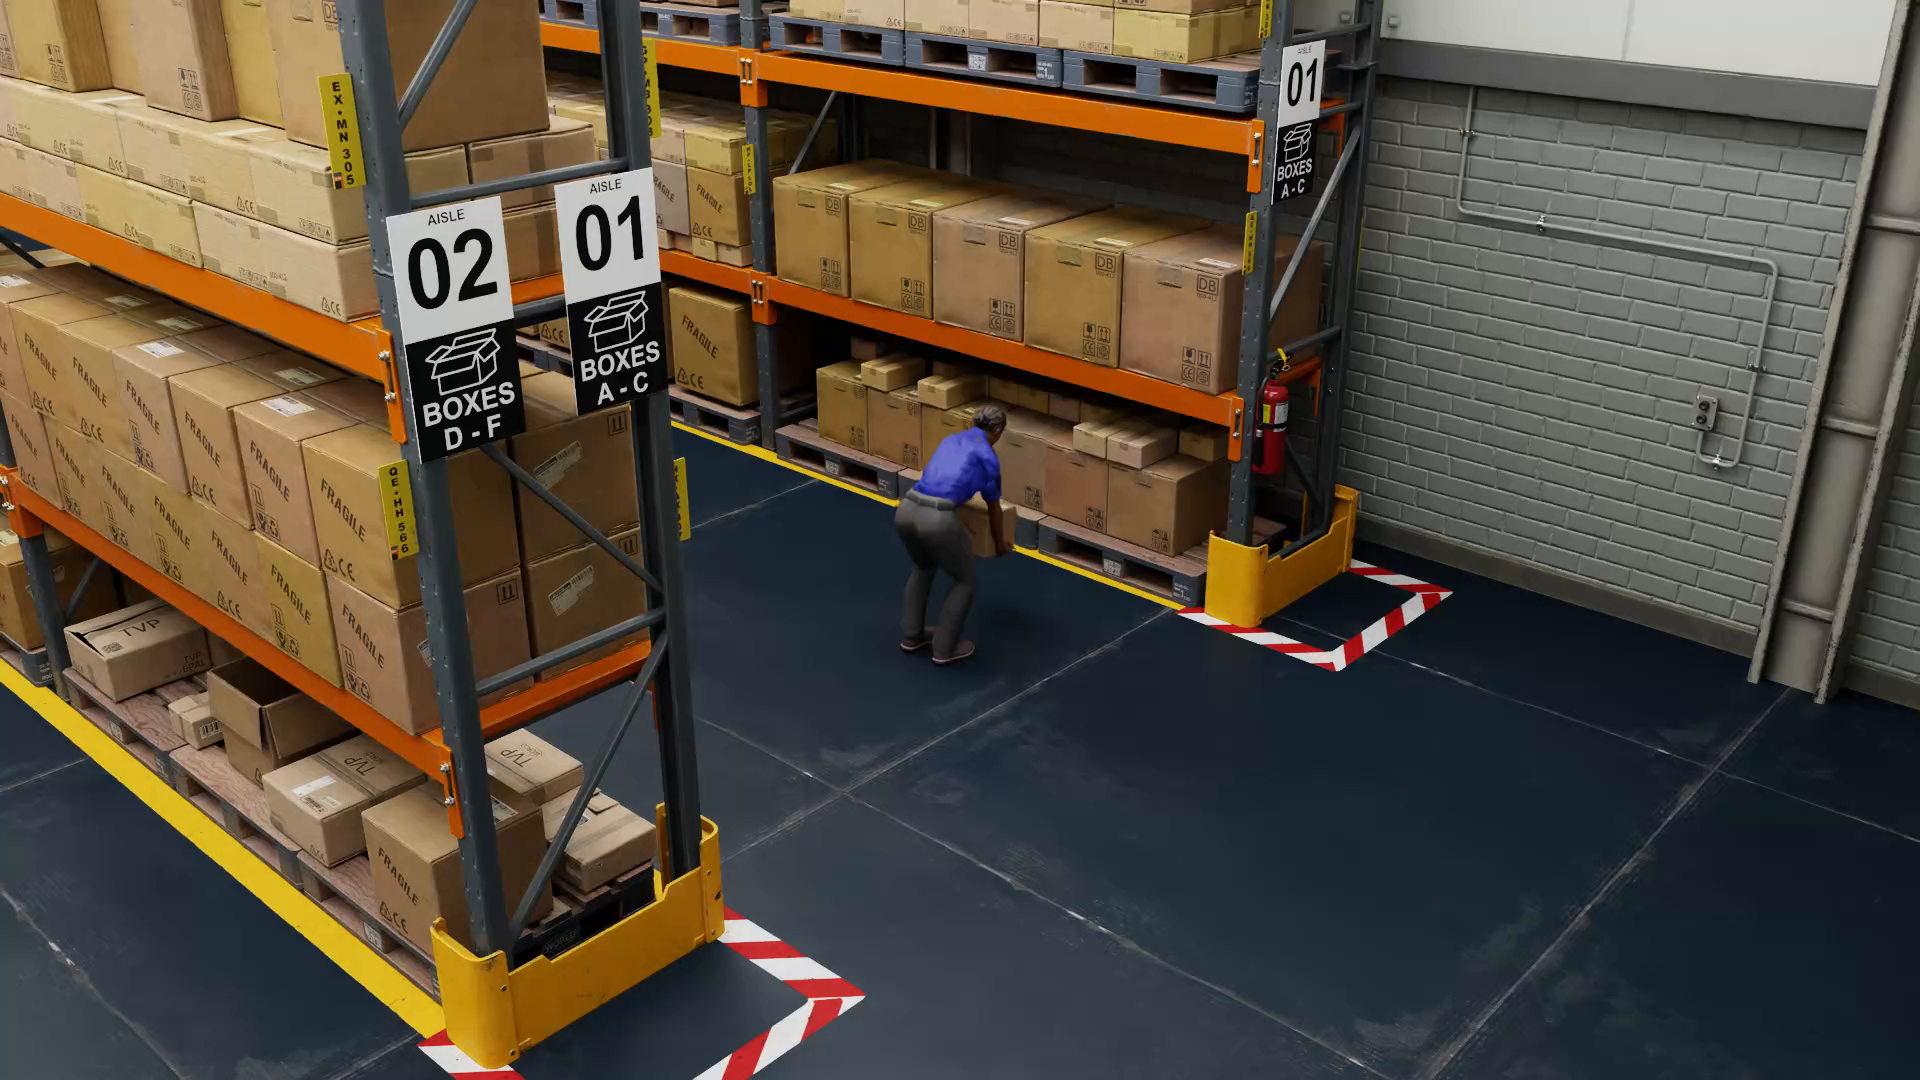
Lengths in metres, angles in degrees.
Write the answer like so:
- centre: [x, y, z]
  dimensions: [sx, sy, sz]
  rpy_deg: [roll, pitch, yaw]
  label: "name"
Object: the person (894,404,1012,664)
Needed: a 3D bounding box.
- centre: [-0.012, -0.038, 9.121]
  dimensions: [0.418, 1.316, 0.788]
  rpy_deg: [19, 30, 36]
  label: "person"
